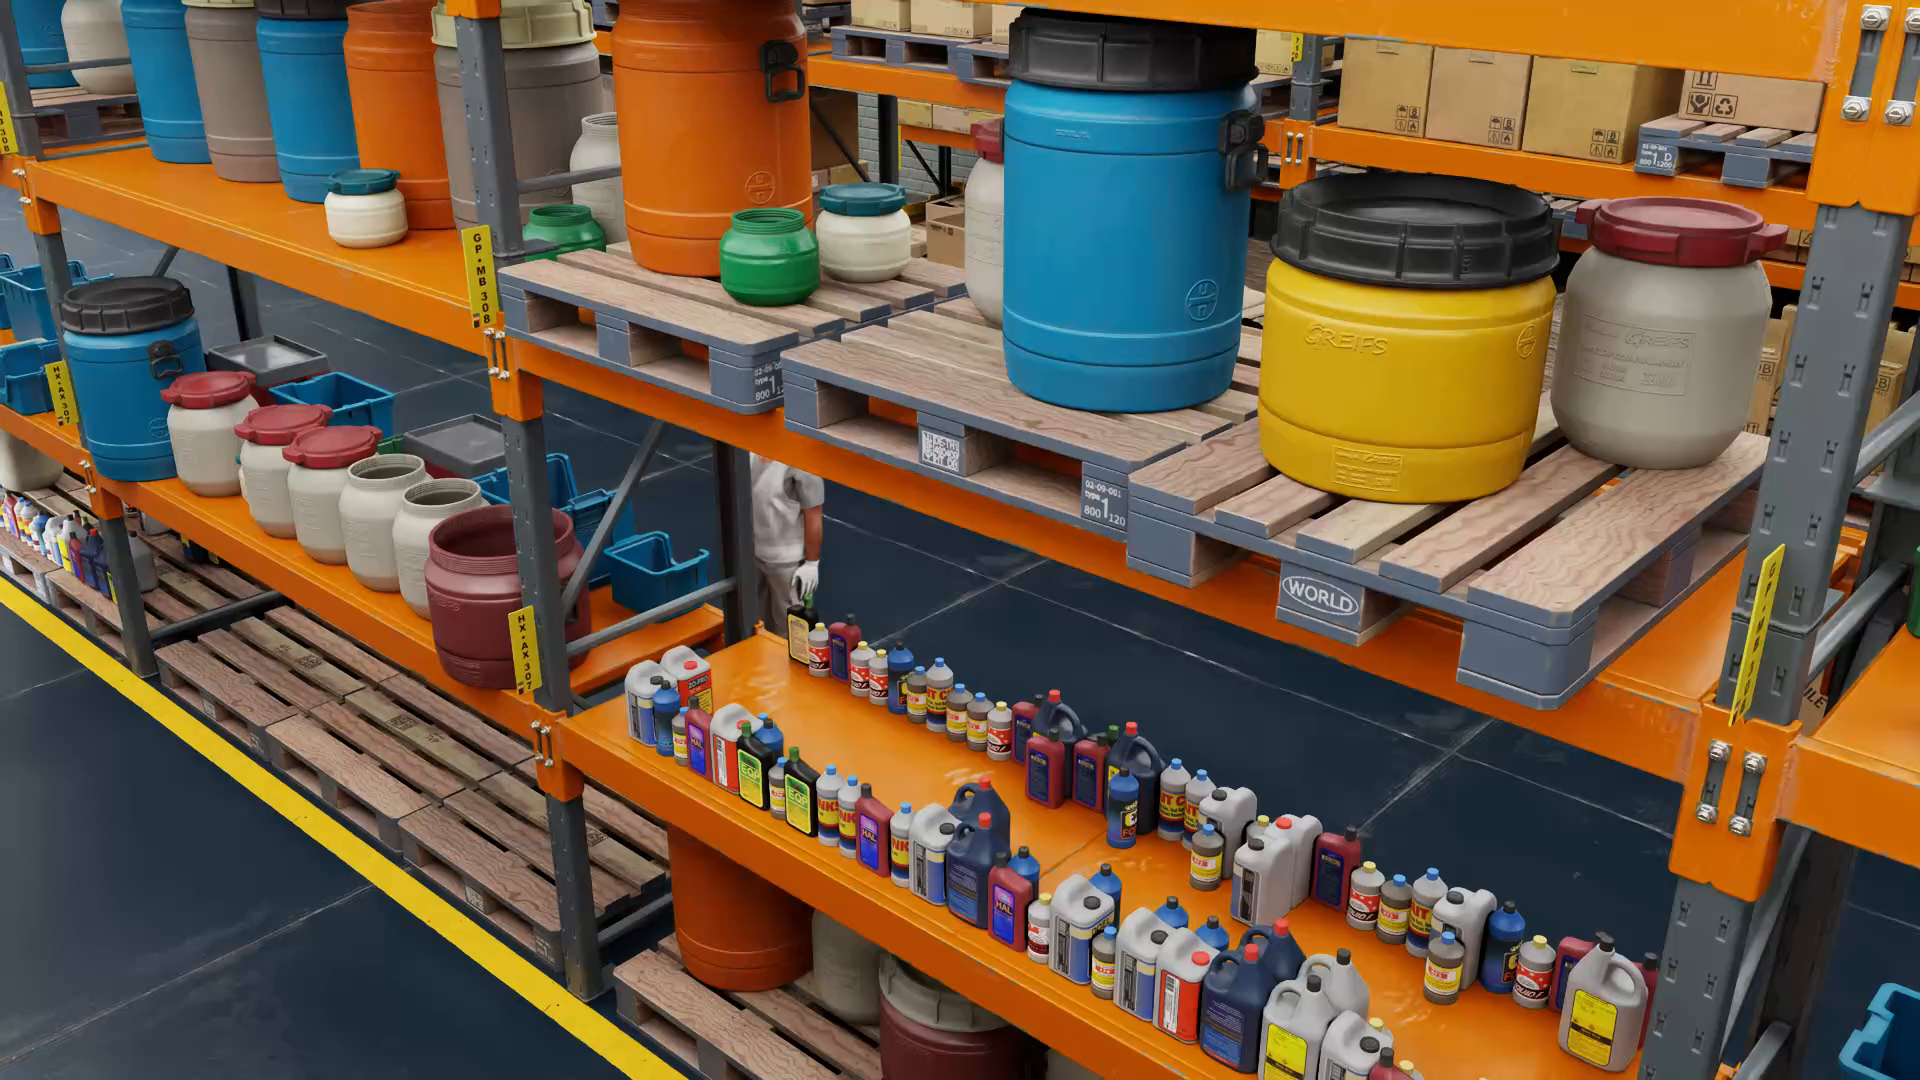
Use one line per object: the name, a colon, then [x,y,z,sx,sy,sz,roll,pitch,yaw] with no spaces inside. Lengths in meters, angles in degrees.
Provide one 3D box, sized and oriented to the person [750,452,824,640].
person: [-0.938,0.084,8.363,0.609,1.795,0.567,-20,31,-38]
